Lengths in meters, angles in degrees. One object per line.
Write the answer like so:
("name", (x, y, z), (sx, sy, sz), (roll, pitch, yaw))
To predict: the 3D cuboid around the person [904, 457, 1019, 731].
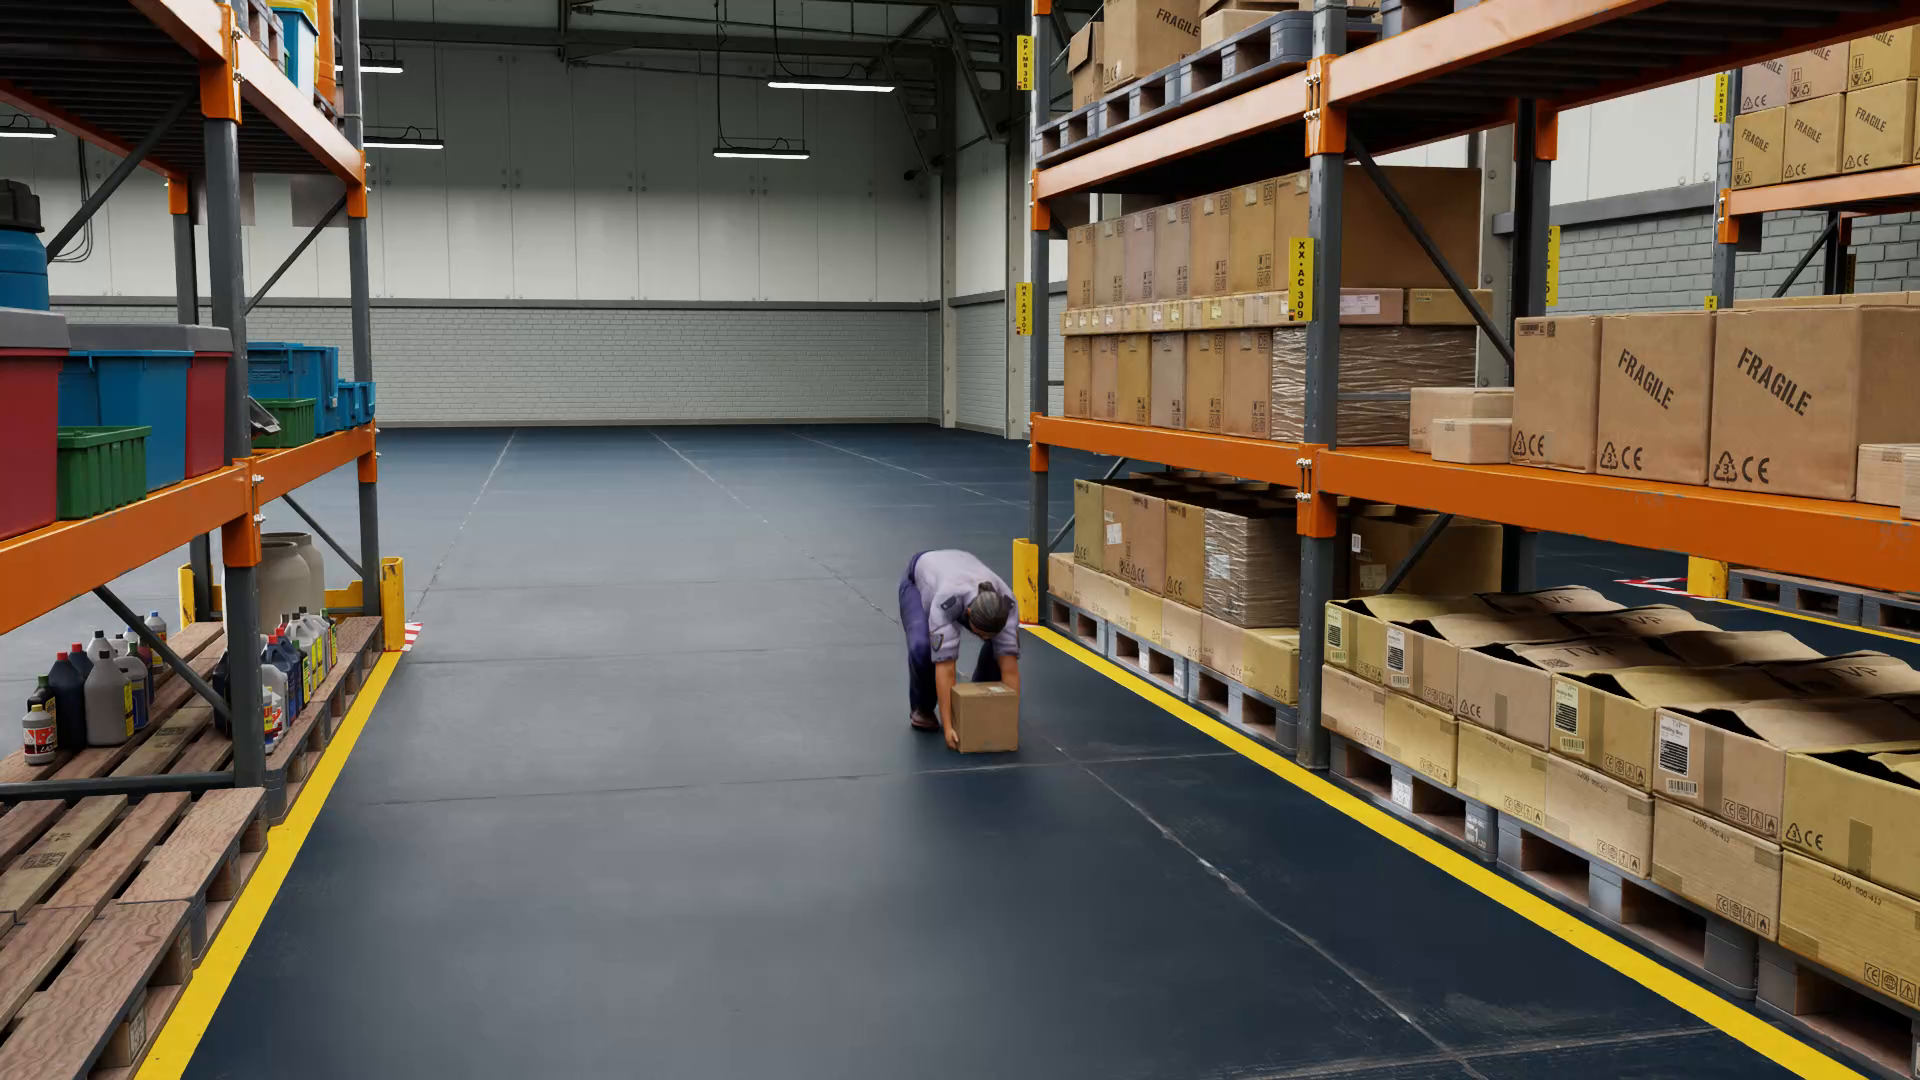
("person", (0.020, 0.245, 7.357), (0.443, 1.254, 0.810), (-2, 6, -15))
